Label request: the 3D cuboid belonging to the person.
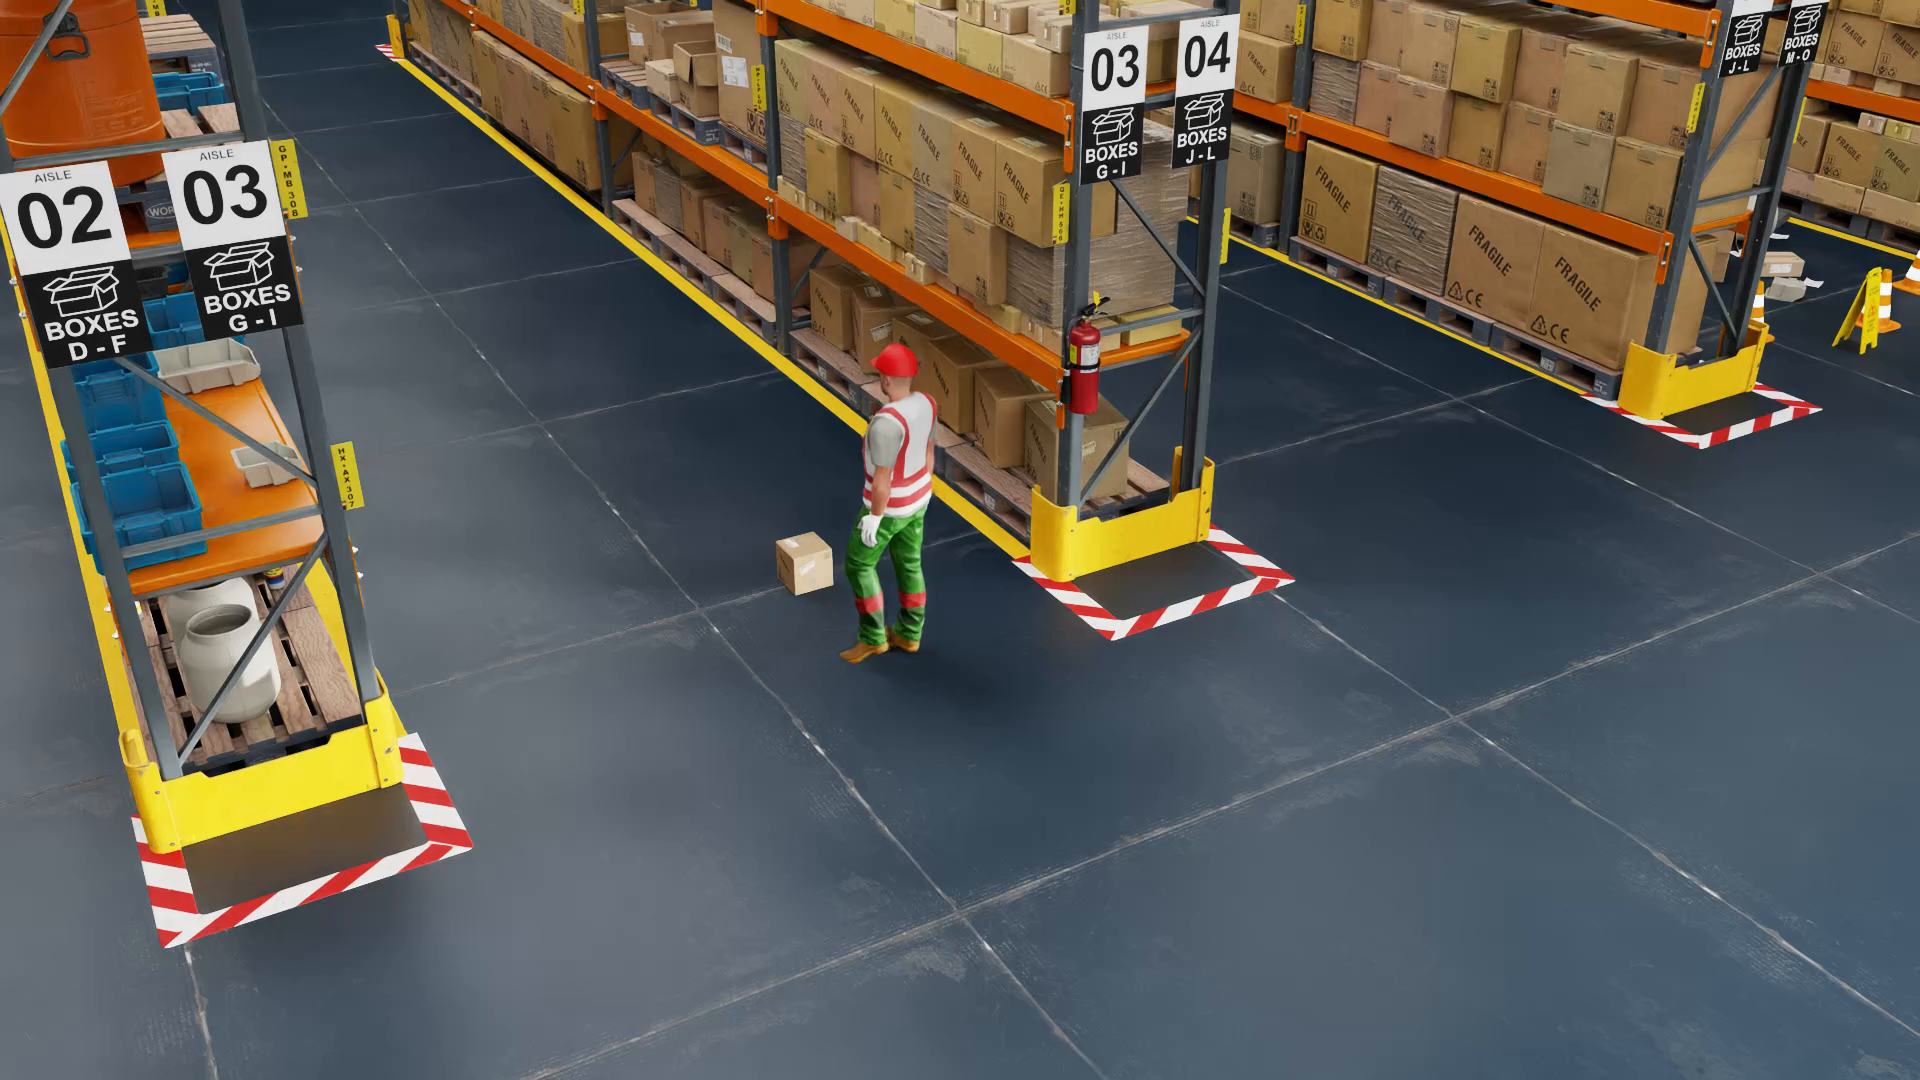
[{"bbox_3d":[-0.368,-0.187,8.912,0.398,1.827,0.580,17,33,28],"label":"person"}]
